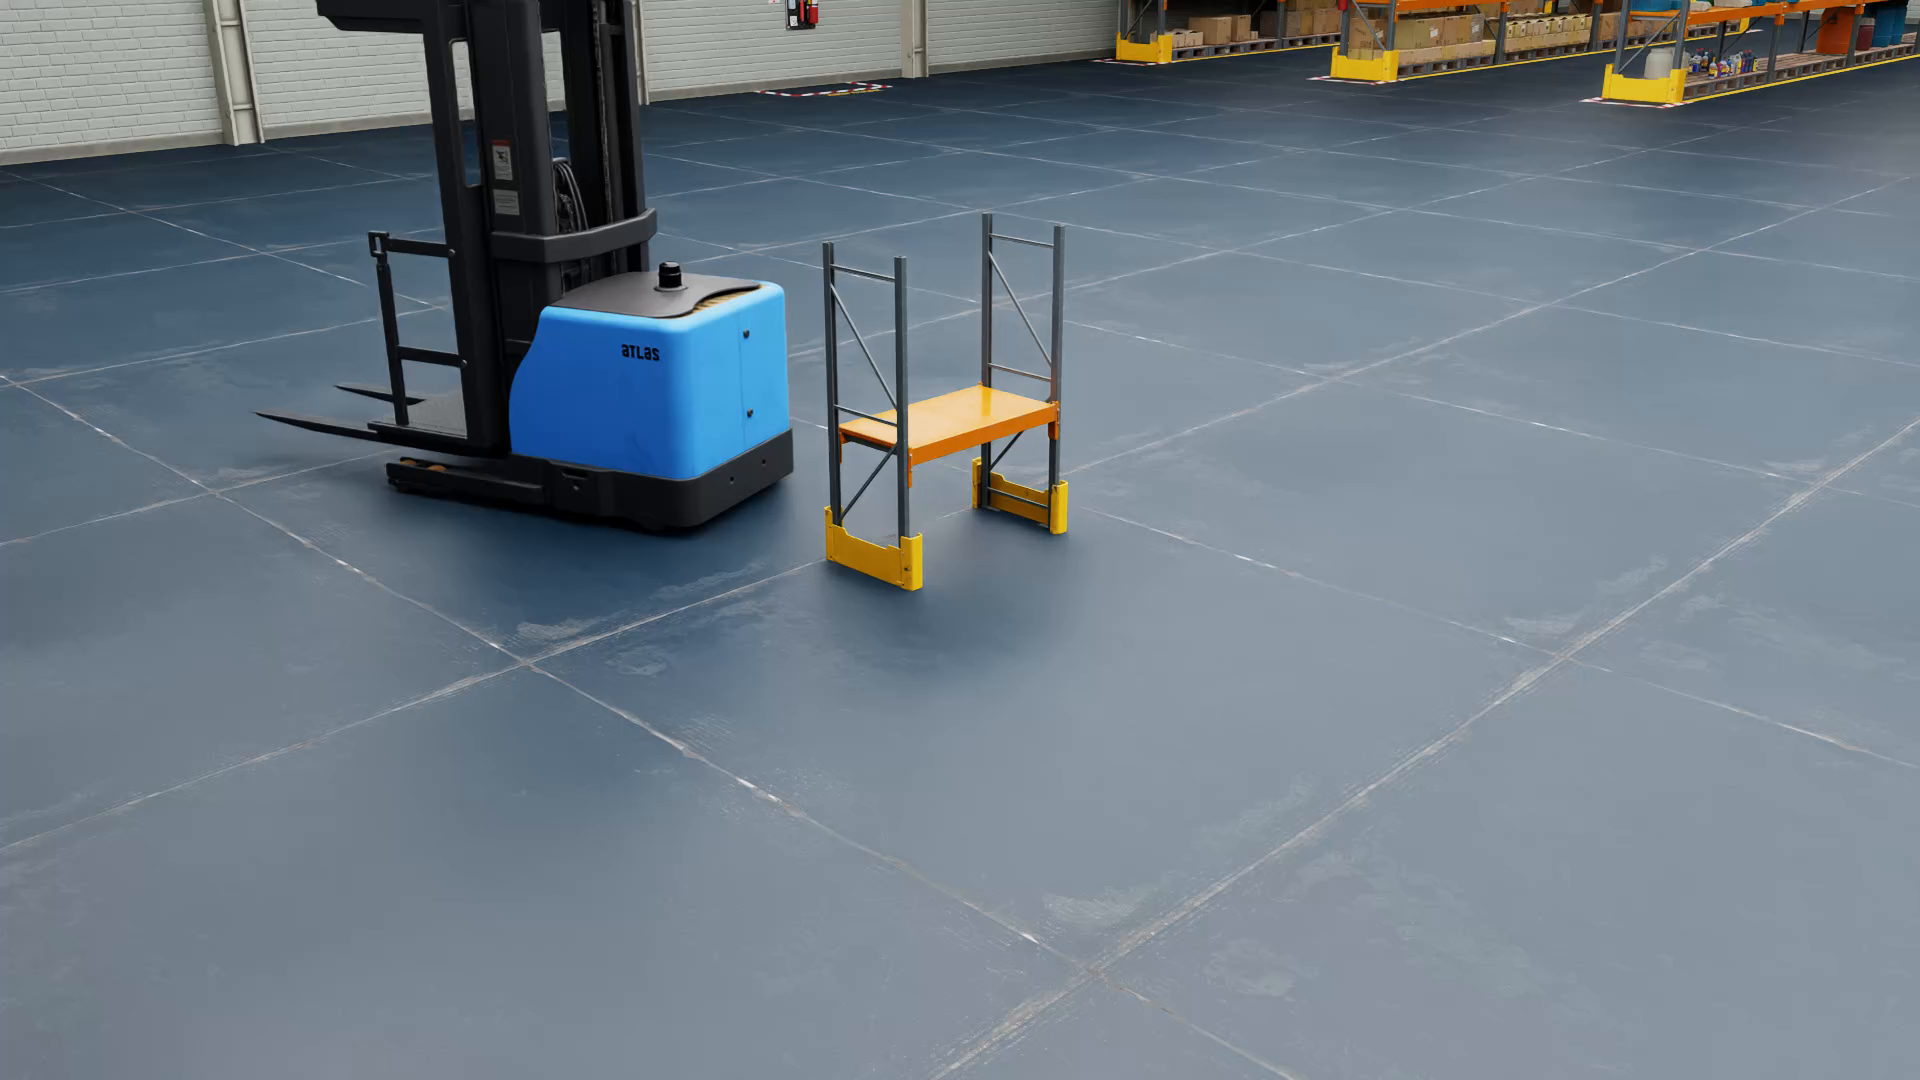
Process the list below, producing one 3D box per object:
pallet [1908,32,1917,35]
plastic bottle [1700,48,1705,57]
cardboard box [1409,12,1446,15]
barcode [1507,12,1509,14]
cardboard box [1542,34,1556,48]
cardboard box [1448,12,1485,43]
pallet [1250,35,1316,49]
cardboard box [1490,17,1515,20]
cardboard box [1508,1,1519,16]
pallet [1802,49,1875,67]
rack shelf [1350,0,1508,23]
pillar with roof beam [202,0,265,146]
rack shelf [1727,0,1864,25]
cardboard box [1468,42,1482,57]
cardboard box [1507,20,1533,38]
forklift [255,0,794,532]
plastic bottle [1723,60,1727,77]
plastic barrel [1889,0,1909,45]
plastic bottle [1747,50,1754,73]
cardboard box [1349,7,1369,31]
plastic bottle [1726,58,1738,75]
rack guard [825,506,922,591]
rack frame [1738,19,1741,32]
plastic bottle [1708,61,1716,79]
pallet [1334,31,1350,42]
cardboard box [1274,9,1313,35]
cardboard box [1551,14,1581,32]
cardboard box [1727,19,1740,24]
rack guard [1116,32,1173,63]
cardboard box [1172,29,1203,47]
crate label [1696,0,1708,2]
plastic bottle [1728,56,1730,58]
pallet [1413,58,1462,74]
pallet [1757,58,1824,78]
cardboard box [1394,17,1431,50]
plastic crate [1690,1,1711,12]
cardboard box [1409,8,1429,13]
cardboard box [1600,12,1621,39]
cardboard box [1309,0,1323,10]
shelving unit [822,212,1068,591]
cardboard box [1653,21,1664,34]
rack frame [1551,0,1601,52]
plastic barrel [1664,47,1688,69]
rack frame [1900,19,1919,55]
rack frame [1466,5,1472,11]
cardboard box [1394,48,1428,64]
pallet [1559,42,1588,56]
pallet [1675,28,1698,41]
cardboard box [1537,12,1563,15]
[{"bbox_3d":[21.174,-10.851,36.012,1.003,0.211,1.213,19,28,41],"label":"pallet"},{"bbox_3d":[12.546,-8.136,28.139,0.185,0.351,0.144,-19,28,-41],"label":"plastic bottle"},{"bbox_3d":[8.614,-9.476,30.748,0.500,0.500,0.500,19,28,41],"label":"cardboard box"},{"bbox_3d":[10.336,-9.959,31.337,0.001,0.075,0.075,19,28,41],"label":"barcode"},{"bbox_3d":[11.391,-9.861,32.795,0.500,0.250,0.500,-20,28,-41],"label":"cardboard box"},{"bbox_3d":[9.336,-9.474,30.744,0.500,0.500,0.500,19,28,41],"label":"cardboard box"},{"bbox_3d":[6.850,-10.649,35.485,1.003,0.211,1.213,19,28,41],"label":"pallet"},{"bbox_3d":[10.645,-10.124,32.699,0.500,0.311,0.500,19,28,40],"label":"cardboard box"},{"bbox_3d":[13.563,-13.401,41.657,0.700,0.500,0.500,18,27,39],"label":"cardboard box"},{"bbox_3d":[16.717,-9.210,31.742,1.003,0.211,1.213,19,28,41],"label":"pallet"},{"bbox_3d":[8.465,-9.661,30.032,1.077,0.370,4.000,19,28,41],"label":"rack shelf"},{"bbox_3d":[-6.086,-8.214,16.902,9.100,9.000,0.400,19,28,41],"label":"pillar with roof beam"},{"bbox_3d":[14.801,-9.449,29.479,1.077,0.370,4.000,19,28,41],"label":"rack shelf"},{"bbox_3d":[9.337,-9.124,30.878,0.500,0.250,0.500,19,28,41],"label":"cardboard box"},{"bbox_3d":[10.679,-9.857,32.003,0.500,0.311,0.500,19,28,40],"label":"cardboard box"},{"bbox_3d":[-2.441,-1.751,8.545,3.031,2.935,1.130,10,23,23],"label":"forklift"},{"bbox_3d":[12.413,-7.676,27.053,0.097,0.271,0.097,0,21,0],"label":"plastic bottle"},{"bbox_3d":[18.595,-10.408,33.311,0.600,0.901,0.708,19,28,41],"label":"plastic barrel"},{"bbox_3d":[13.163,-8.001,27.790,0.144,0.351,0.185,18,28,39],"label":"plastic bottle"},{"bbox_3d":[8.633,-11.618,36.993,0.500,0.500,0.700,-20,29,-41],"label":"cardboard box"},{"bbox_3d":[12.688,-7.793,27.353,0.135,0.276,0.152,-20,28,-41],"label":"plastic bottle"},{"bbox_3d":[-0.401,0.031,7.646,0.587,0.250,0.087,19,28,41],"label":"rack guard"},{"bbox_3d":[18.231,-13.596,39.266,1.000,3.000,0.127,19,28,41],"label":"rack frame"},{"bbox_3d":[12.104,-7.562,26.757,0.097,0.271,0.097,0,21,0],"label":"plastic bottle"},{"bbox_3d":[8.552,-11.276,37.117,1.003,0.211,1.213,19,28,41],"label":"pallet"},{"bbox_3d":[7.134,-11.127,35.714,0.700,0.500,0.500,19,28,40],"label":"cardboard box"},{"bbox_3d":[12.103,-10.382,33.370,0.500,0.311,0.500,19,28,40],"label":"cardboard box"},{"bbox_3d":[18.028,-12.433,39.111,0.500,0.500,0.500,19,28,41],"label":"cardboard box"},{"bbox_3d":[3.570,-9.574,32.288,1.175,0.500,0.348,19,28,41],"label":"rack guard"},{"bbox_3d":[4.462,-9.974,32.977,0.500,0.311,0.500,-17,27,-38],"label":"cardboard box"},{"bbox_3d":[11.706,-8.799,26.738,0.502,0.435,0.616,19,28,41],"label":"crate label"},{"bbox_3d":[12.713,-7.857,27.507,0.061,0.283,0.133,19,28,41],"label":"plastic bottle"},{"bbox_3d":[8.424,-8.700,30.416,1.003,0.211,1.213,19,28,41],"label":"pallet"},{"bbox_3d":[14.777,-8.495,29.883,1.003,0.211,1.213,19,28,41],"label":"pallet"},{"bbox_3d":[7.950,-8.957,29.398,0.500,0.500,0.500,19,28,41],"label":"cardboard box"},{"bbox_3d":[11.471,-8.268,25.773,0.298,0.136,0.250,19,28,41],"label":"plastic crate"},{"bbox_3d":[10.321,-12.350,38.437,0.750,0.750,0.750,19,28,40],"label":"cardboard box"},{"bbox_3d":[13.534,-10.759,34.757,0.500,0.500,0.500,18,27,39],"label":"cardboard box"},{"bbox_3d":[7.474,-11.581,35.849,0.500,0.250,0.500,18,28,39],"label":"cardboard box"},{"bbox_3d":[-0.053,-0.680,7.755,0.587,1.500,1.083,19,28,41],"label":"shelving unit"},{"bbox_3d":[14.951,-11.282,36.118,0.500,0.500,0.500,19,28,41],"label":"cardboard box"},{"bbox_3d":[12.650,-11.539,33.915,1.000,3.000,0.127,19,28,41],"label":"rack frame"},{"bbox_3d":[11.370,-7.594,26.533,0.421,0.512,0.421,0,21,0],"label":"plastic barrel"},{"bbox_3d":[18.987,-11.327,33.363,1.000,3.000,0.127,19,28,41],"label":"rack frame"},{"bbox_3d":[11.889,-13.806,39.814,1.000,3.000,0.127,19,28,41],"label":"rack frame"},{"bbox_3d":[7.949,-8.607,29.534,0.500,0.250,0.500,19,28,41],"label":"cardboard box"},{"bbox_3d":[12.048,-10.036,33.890,1.003,0.211,1.213,19,28,41],"label":"pallet"},{"bbox_3d":[15.920,-11.442,37.549,1.003,0.211,1.213,19,28,41],"label":"pallet"},{"bbox_3d":[12.074,-10.652,34.074,0.500,0.311,0.500,-19,28,-40],"label":"cardboard box"}]
